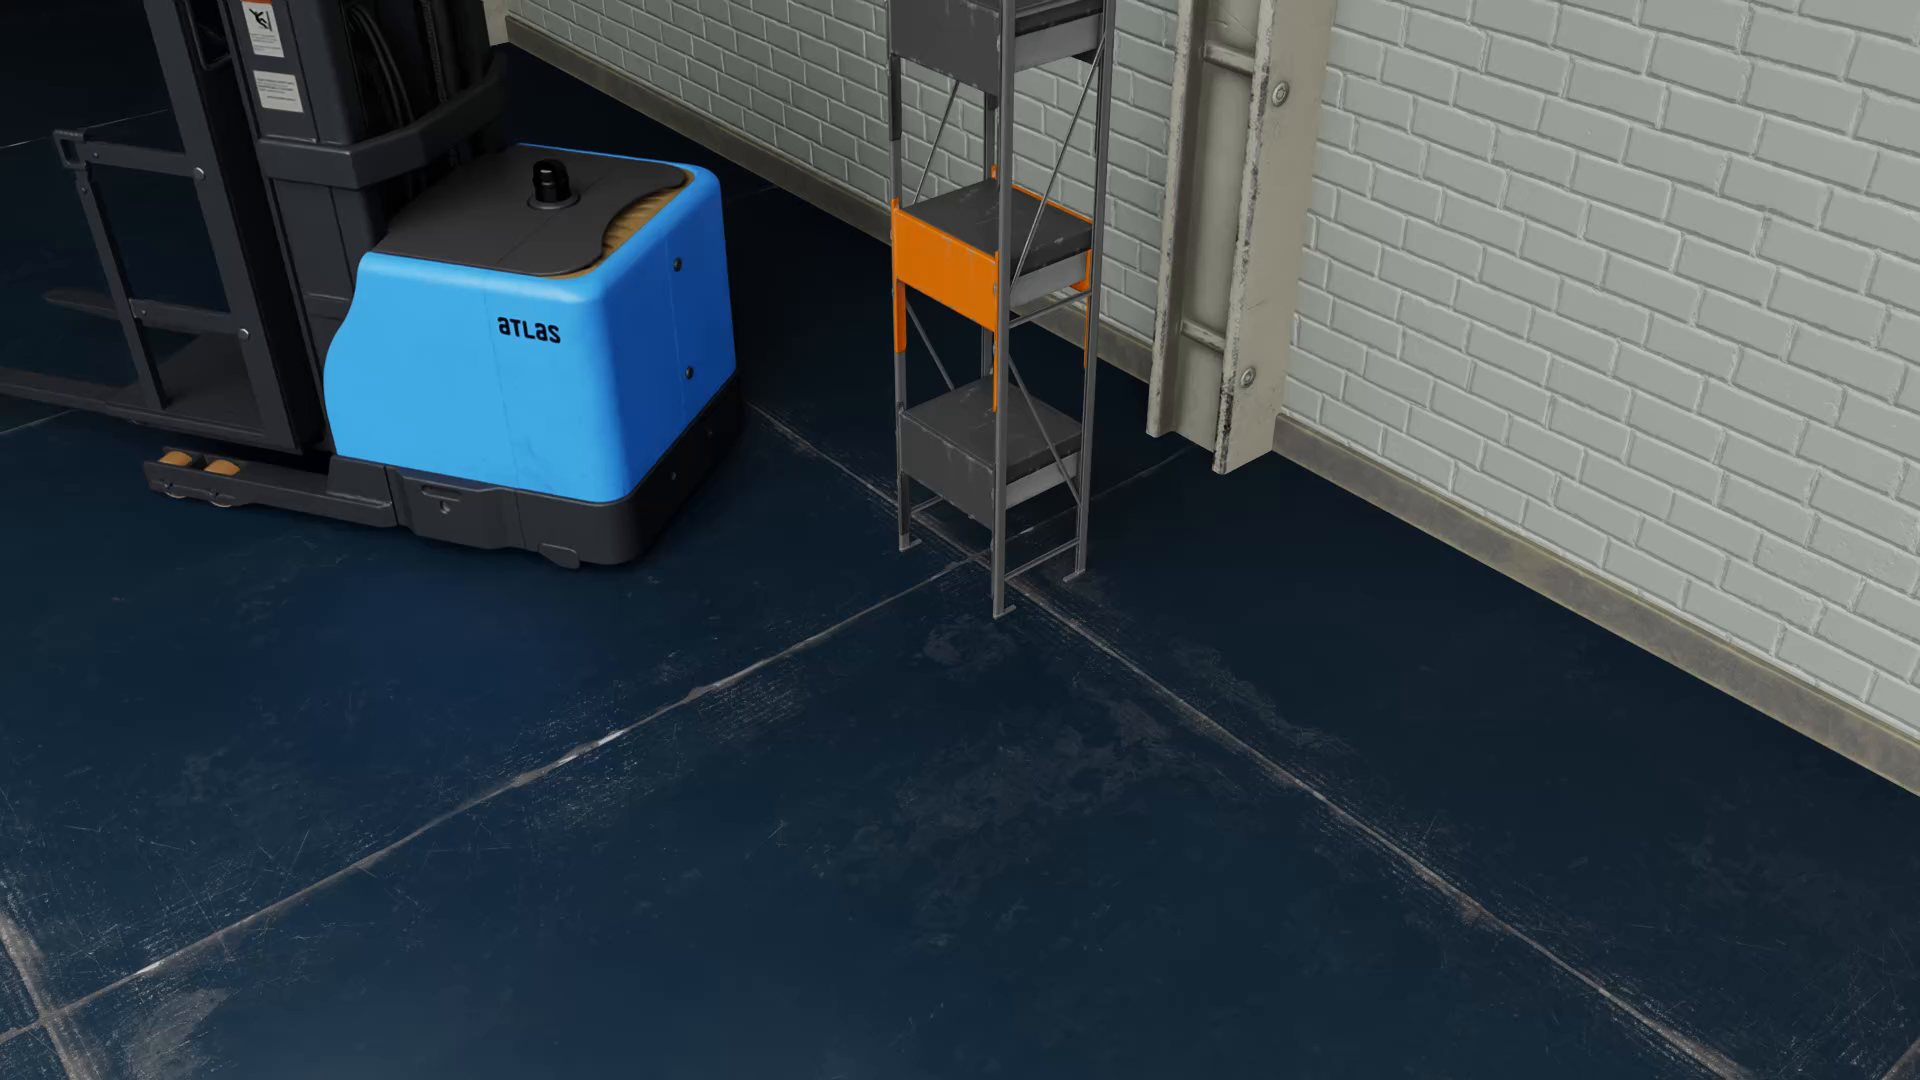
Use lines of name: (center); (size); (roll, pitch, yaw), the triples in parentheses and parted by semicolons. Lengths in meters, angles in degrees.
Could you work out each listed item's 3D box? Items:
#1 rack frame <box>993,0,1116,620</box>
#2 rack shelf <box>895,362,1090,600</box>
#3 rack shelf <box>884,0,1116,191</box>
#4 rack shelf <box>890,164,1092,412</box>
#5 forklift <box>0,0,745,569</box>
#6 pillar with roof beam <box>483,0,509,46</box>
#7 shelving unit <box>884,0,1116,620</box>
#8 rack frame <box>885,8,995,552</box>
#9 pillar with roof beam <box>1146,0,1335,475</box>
rack frame: (0.264, -0.676, 4.888); (0.400, 2.100, 0.015); (-26, 43, -32)
rack shelf: (0.107, -0.201, 5.452); (0.431, 0.518, 0.480); (-26, 43, -32)
rack shelf: (0.107, -1.344, 4.643); (0.431, 0.518, 0.480); (-26, 43, -32)
rack shelf: (0.107, -0.773, 5.048); (0.431, 0.518, 0.480); (-26, 43, -32)
forklift: (-2.381, -1.590, 5.459); (3.031, 2.935, 1.130); (10, 37, 14)
pillar with roof beam: (-6.212, -5.097, 5.161); (9.100, 9.000, 0.400); (-26, 43, -32)
shelving unit: (0.107, -0.784, 5.040); (0.431, 2.100, 0.503); (-26, 43, -32)
rack frame: (-0.051, -0.892, 5.192); (0.400, 2.100, 0.015); (-26, 43, -32)
pillar with roof beam: (-2.340, -2.448, 1.421); (9.100, 9.000, 0.400); (-26, 43, -32)
